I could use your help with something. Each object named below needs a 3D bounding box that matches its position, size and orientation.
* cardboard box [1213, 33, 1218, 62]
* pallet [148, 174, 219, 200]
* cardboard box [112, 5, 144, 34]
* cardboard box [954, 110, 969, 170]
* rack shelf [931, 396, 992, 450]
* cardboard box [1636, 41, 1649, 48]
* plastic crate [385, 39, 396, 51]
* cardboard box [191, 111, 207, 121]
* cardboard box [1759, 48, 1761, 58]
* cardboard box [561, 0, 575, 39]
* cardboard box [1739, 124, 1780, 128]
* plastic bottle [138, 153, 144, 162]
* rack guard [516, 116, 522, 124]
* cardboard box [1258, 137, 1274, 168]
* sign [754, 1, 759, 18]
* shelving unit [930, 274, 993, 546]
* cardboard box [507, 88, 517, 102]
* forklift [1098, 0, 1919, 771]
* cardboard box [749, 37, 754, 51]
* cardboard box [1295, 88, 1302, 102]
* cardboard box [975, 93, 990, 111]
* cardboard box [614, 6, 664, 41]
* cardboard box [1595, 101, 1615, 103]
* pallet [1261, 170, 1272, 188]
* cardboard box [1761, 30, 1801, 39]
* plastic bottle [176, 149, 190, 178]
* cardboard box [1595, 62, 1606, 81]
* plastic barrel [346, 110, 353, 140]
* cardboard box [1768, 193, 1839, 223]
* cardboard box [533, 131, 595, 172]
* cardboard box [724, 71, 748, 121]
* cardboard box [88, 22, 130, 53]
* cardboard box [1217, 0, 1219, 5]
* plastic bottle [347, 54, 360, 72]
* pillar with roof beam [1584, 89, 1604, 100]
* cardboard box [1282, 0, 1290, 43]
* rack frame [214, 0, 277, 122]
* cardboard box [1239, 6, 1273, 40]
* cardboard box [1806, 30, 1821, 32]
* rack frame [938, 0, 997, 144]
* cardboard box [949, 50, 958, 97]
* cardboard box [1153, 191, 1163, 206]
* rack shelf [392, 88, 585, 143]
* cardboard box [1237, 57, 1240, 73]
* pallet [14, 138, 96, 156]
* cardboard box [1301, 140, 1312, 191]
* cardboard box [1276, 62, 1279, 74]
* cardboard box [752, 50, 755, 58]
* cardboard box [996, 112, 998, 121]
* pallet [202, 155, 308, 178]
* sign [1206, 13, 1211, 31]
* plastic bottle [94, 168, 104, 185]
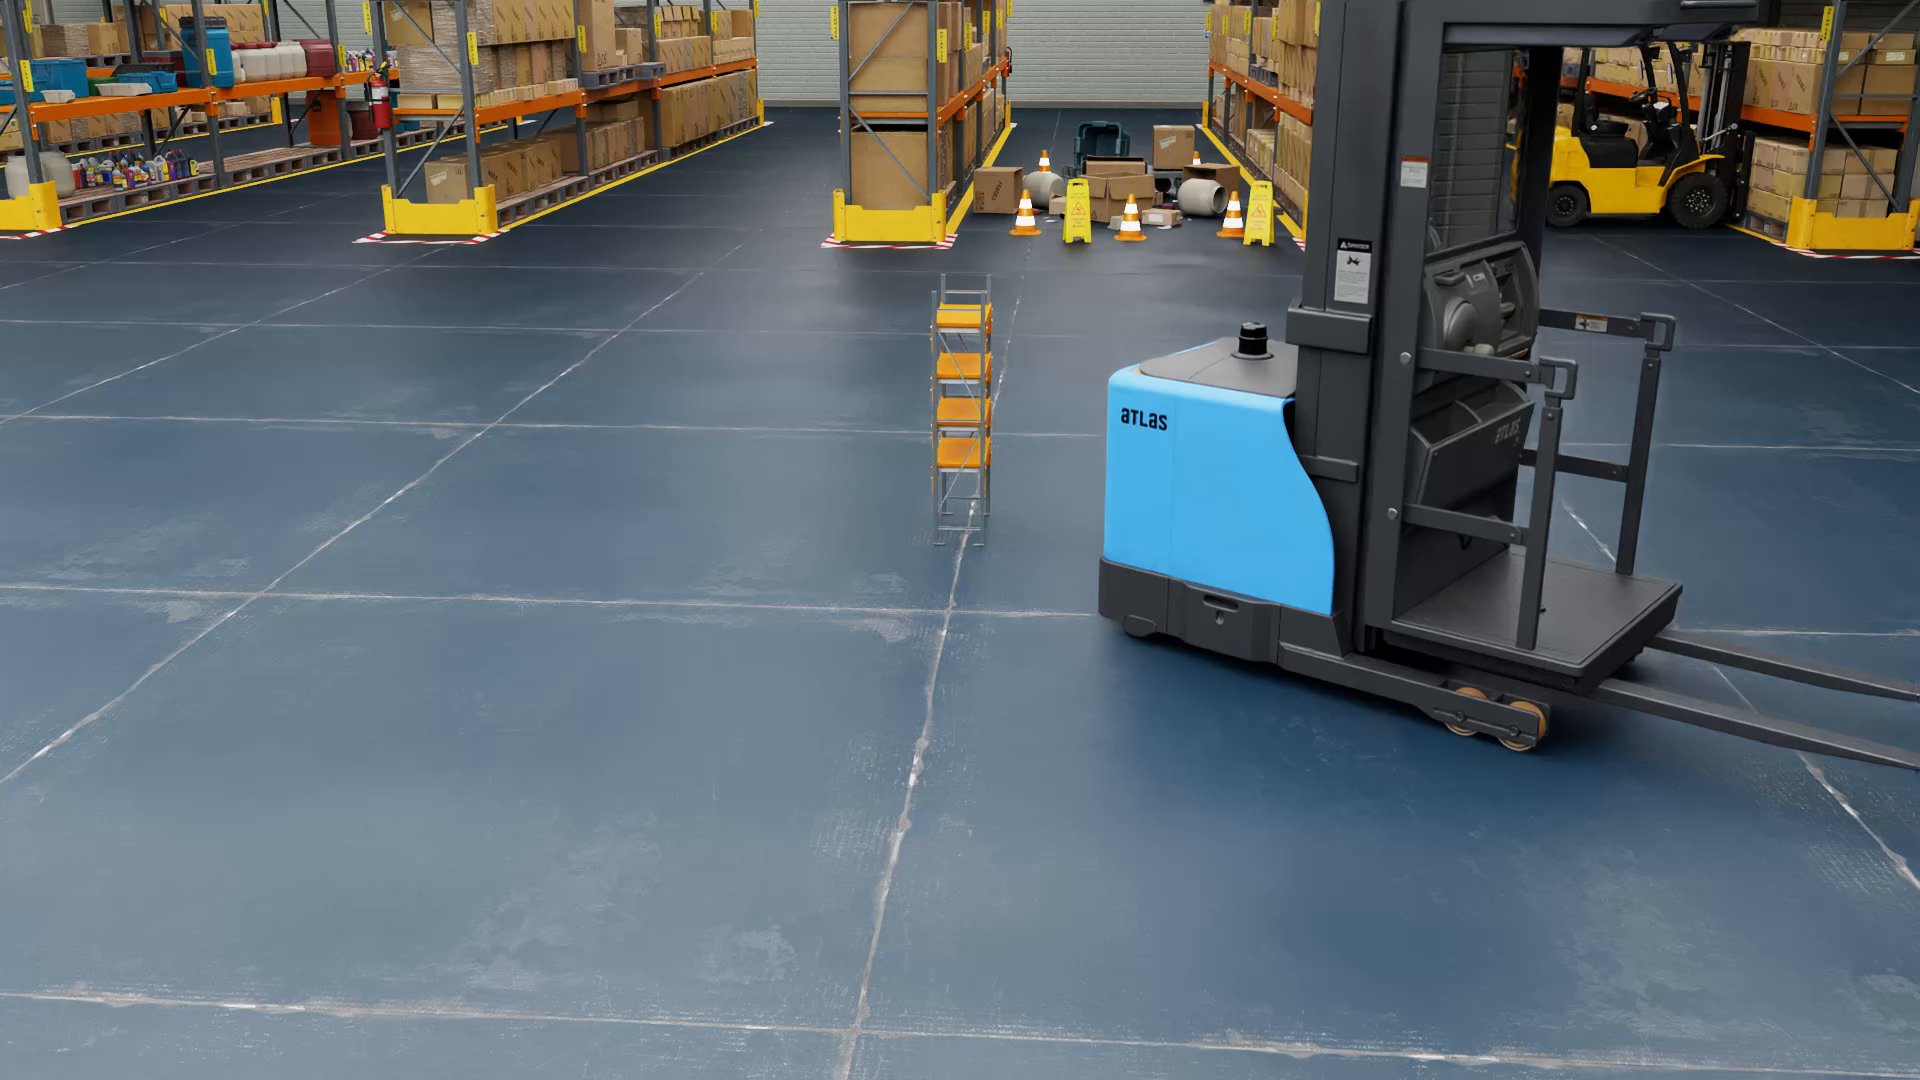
[{"bbox_3d":[4.968,-9.118,30.771,0.500,0.500,0.500,1,18,4],"label":"cardboard box"},{"bbox_3d":[-10.423,-4.600,21.623,1.003,0.211,1.213,1,18,4],"label":"pallet"},{"bbox_3d":[-14.922,-9.415,30.072,0.500,0.500,0.500,1,18,4],"label":"cardboard box"},{"bbox_3d":[-0.425,-5.505,22.845,1.050,0.750,0.750,1,18,4],"label":"cardboard box"},{"bbox_3d":[0.012,-0.558,7.914,0.258,0.148,0.480,1,18,4],"label":"rack shelf"},{"bbox_3d":[9.249,-6.640,22.167,0.380,0.149,0.250,1,18,2],"label":"cardboard box"},{"bbox_3d":[-10.066,-8.791,29.864,0.392,0.384,0.575,1,18,4],"label":"plastic crate"},{"bbox_3d":[-14.402,-7.986,31.322,0.380,0.166,0.250,1,18,4],"label":"cardboard box"},{"bbox_3d":[9.077,-5.393,18.363,0.380,0.149,0.250,1,18,4],"label":"cardboard box"},{"bbox_3d":[-5.151,-6.540,20.822,0.500,0.500,0.500,1,18,4],"label":"cardboard box"},{"bbox_3d":[9.600,-4.902,20.203,0.500,0.250,0.500,2,18,5],"label":"cardboard box"},{"bbox_3d":[-10.793,-4.956,21.906,0.097,0.271,0.097,0,18,0],"label":"plastic bottle"},{"bbox_3d":[-9.484,-8.680,33.609,1.175,0.500,0.348,1,18,4],"label":"rack guard"},{"bbox_3d":[4.623,-5.354,22.992,0.950,0.372,0.625,2,18,6],"label":"cardboard box"},{"bbox_3d":[-3.993,-10.396,32.592,0.100,0.325,0.005,1,18,4],"label":"sign"},{"bbox_3d":[0.012,-0.622,7.893,0.258,1.200,0.503,1,18,4],"label":"shelving unit"},{"bbox_3d":[-5.339,-5.132,19.172,0.380,0.149,0.250,1,18,4],"label":"cardboard box"},{"bbox_3d":[2.026,-0.854,5.823,3.031,2.935,1.130,14,23,37],"label":"forklift"},{"bbox_3d":[-4.303,-9.663,32.359,0.500,0.250,0.500,1,18,3],"label":"cardboard box"},{"bbox_3d":[4.058,-5.115,19.120,0.380,0.149,0.250,1,18,4],"label":"cardboard box"},{"bbox_3d":[0.209,-7.010,26.636,0.500,0.250,0.500,1,18,4],"label":"cardboard box"},{"bbox_3d":[-5.038,-8.016,25.796,0.797,0.503,0.637,2,18,6],"label":"cardboard box"},{"bbox_3d":[10.179,-6.894,26.445,0.380,0.149,0.250,1,18,2],"label":"cardboard box"},{"bbox_3d":[4.546,-4.718,21.982,1.003,0.211,1.213,1,18,4],"label":"pallet"},{"bbox_3d":[9.075,-5.539,18.329,0.380,0.149,0.250,2,18,5],"label":"cardboard box"},{"bbox_3d":[-10.092,-4.877,21.536,0.144,0.351,0.185,1,18,2],"label":"plastic bottle"},{"bbox_3d":[9.454,-6.730,23.886,0.500,0.250,0.500,1,18,4],"label":"cardboard box"},{"bbox_3d":[-10.077,-6.722,26.942,0.421,0.512,0.421,0,18,0],"label":"plastic barrel"},{"bbox_3d":[8.874,-3.495,17.513,0.500,0.250,0.500,1,18,4],"label":"cardboard box"},{"bbox_3d":[-5.328,-5.234,22.386,0.700,0.500,0.500,0,18,0],"label":"cardboard box"},{"bbox_3d":[-4.564,-8.456,31.650,0.875,0.875,0.875,1,18,4],"label":"cardboard box"},{"bbox_3d":[-14.957,-8.834,29.231,0.700,0.500,0.500,-5,19,-15],"label":"cardboard box"},{"bbox_3d":[4.968,-10.012,30.852,0.380,0.149,0.250,1,18,2],"label":"cardboard box"},{"bbox_3d":[-9.660,-7.587,26.460,0.152,0.276,0.135,1,18,4],"label":"plastic bottle"},{"bbox_3d":[6.671,-11.319,28.016,9.100,9.000,0.400,1,18,4],"label":"pillar with roof beam"},{"bbox_3d":[4.122,-6.020,19.233,0.700,0.500,0.500,1,18,3],"label":"cardboard box"},{"bbox_3d":[-14.413,-9.972,33.537,1.000,3.000,0.127,1,18,4],"label":"rack frame"},{"bbox_3d":[4.625,-8.046,25.895,0.500,0.500,0.500,1,18,4],"label":"cardboard box"},{"bbox_3d":[9.532,-5.526,18.289,0.380,0.149,0.250,1,18,4],"label":"cardboard box"},{"bbox_3d":[0.120,-8.365,28.634,1.000,3.000,0.127,1,18,4],"label":"rack frame"},{"bbox_3d":[-0.484,-5.665,20.155,0.875,0.550,0.550,1,18,4],"label":"cardboard box"},{"bbox_3d":[2.292,-4.297,20.610,0.258,0.266,0.396,-13,22,-34],"label":"cardboard box"},{"bbox_3d":[-5.536,-5.059,19.701,1.077,0.370,4.000,1,18,4],"label":"rack shelf"},{"bbox_3d":[4.629,-7.450,26.083,0.500,0.250,0.500,1,18,3],"label":"cardboard box"},{"bbox_3d":[-14.896,-6.393,27.094,1.003,0.211,1.213,1,18,4],"label":"pallet"},{"bbox_3d":[4.002,-4.063,18.042,0.500,0.500,0.500,1,18,4],"label":"cardboard box"},{"bbox_3d":[4.253,-6.047,21.290,0.380,0.149,0.250,2,18,5],"label":"cardboard box"},{"bbox_3d":[-4.230,-9.512,32.538,0.380,0.149,0.250,2,18,5],"label":"cardboard box"},{"bbox_3d":[0.466,-7.456,29.288,0.380,0.149,0.250,2,18,6],"label":"cardboard box"},{"bbox_3d":[-10.231,-5.432,24.163,1.003,0.211,1.213,1,18,4],"label":"pallet"},{"bbox_3d":[4.799,-9.991,32.080,0.100,0.325,0.005,1,18,4],"label":"sign"},{"bbox_3d":[-10.739,-4.533,20.728,0.097,0.201,0.097,0,18,0],"label":"plastic bottle"}]
